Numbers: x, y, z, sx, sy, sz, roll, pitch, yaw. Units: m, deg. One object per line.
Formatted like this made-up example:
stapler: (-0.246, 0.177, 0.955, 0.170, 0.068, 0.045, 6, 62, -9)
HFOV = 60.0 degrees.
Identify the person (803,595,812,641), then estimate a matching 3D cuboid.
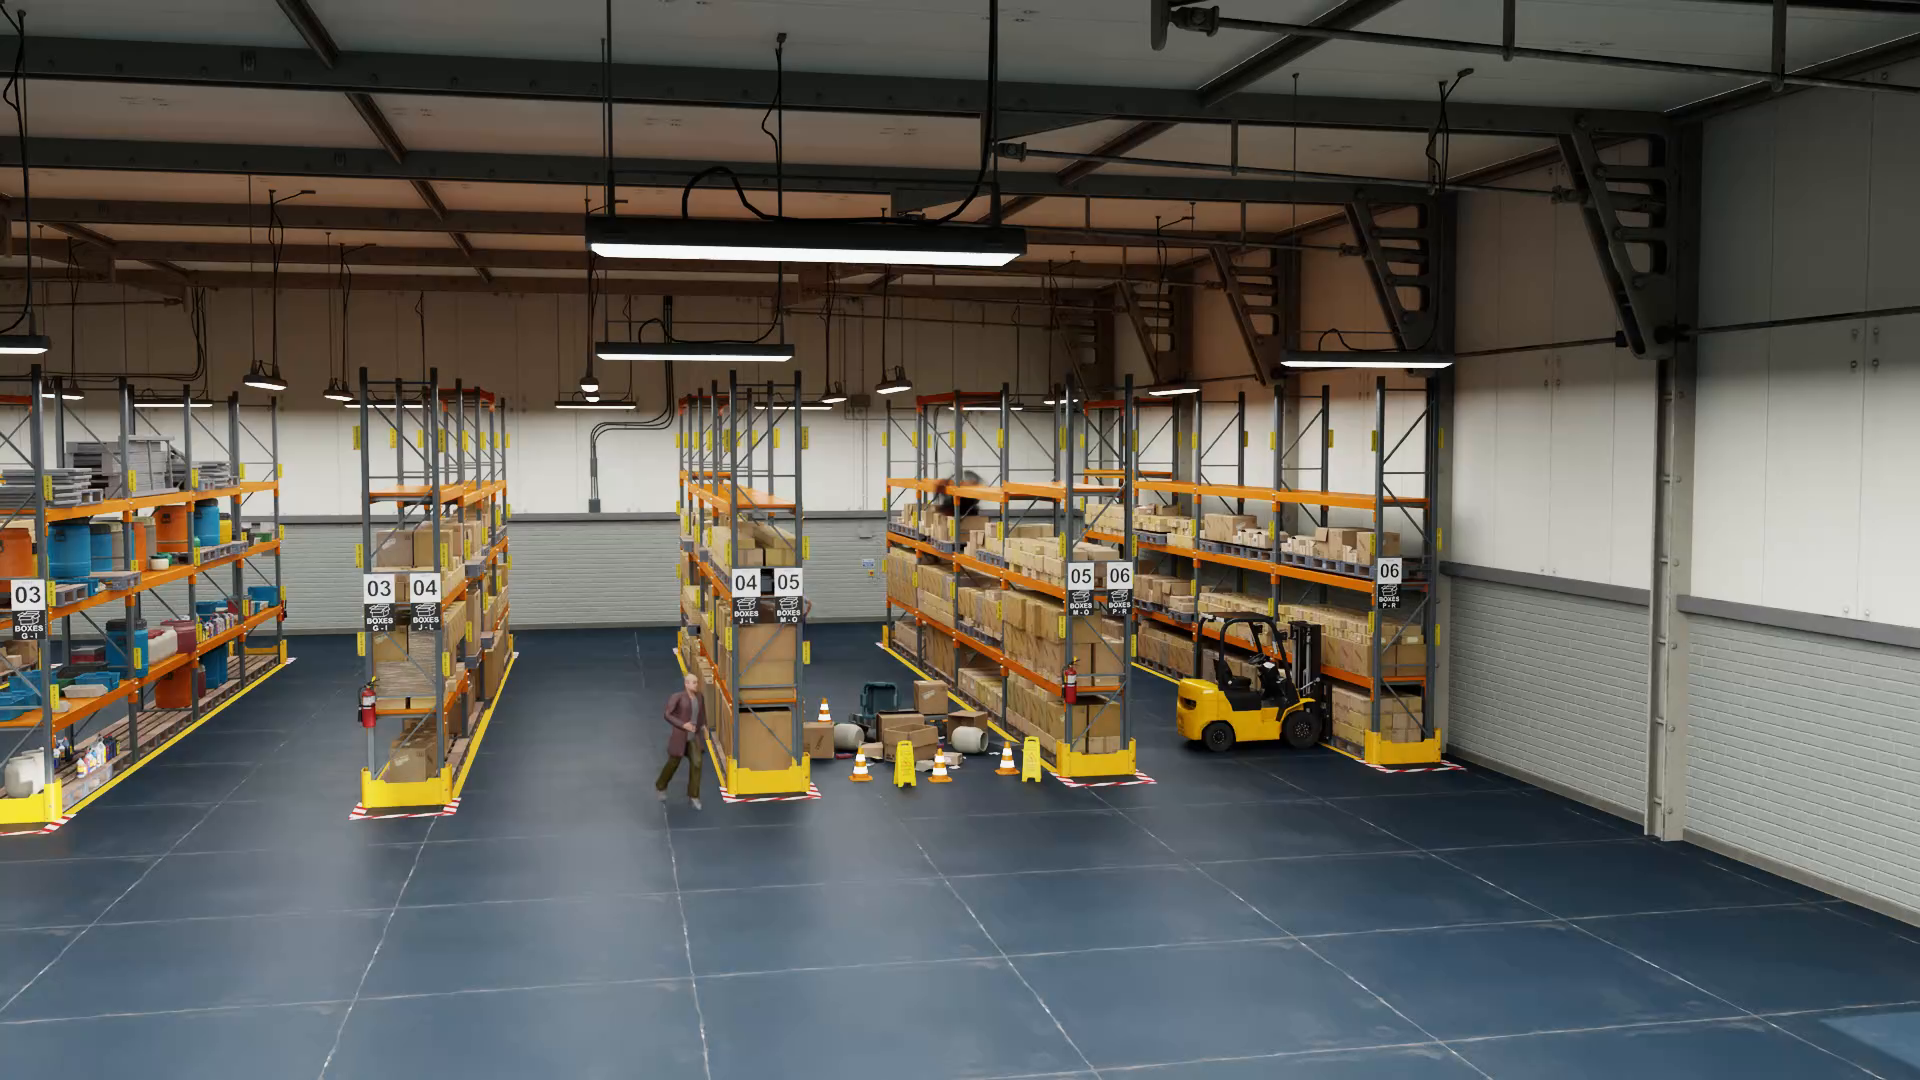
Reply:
person: (-3.831, 1.867, 39.028, 0.595, 1.612, 0.669, -2, 4, -29)

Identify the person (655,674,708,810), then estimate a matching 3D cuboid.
person: (-3.760, 2.759, 22.950, 0.766, 1.829, 0.897, -3, 5, -42)
